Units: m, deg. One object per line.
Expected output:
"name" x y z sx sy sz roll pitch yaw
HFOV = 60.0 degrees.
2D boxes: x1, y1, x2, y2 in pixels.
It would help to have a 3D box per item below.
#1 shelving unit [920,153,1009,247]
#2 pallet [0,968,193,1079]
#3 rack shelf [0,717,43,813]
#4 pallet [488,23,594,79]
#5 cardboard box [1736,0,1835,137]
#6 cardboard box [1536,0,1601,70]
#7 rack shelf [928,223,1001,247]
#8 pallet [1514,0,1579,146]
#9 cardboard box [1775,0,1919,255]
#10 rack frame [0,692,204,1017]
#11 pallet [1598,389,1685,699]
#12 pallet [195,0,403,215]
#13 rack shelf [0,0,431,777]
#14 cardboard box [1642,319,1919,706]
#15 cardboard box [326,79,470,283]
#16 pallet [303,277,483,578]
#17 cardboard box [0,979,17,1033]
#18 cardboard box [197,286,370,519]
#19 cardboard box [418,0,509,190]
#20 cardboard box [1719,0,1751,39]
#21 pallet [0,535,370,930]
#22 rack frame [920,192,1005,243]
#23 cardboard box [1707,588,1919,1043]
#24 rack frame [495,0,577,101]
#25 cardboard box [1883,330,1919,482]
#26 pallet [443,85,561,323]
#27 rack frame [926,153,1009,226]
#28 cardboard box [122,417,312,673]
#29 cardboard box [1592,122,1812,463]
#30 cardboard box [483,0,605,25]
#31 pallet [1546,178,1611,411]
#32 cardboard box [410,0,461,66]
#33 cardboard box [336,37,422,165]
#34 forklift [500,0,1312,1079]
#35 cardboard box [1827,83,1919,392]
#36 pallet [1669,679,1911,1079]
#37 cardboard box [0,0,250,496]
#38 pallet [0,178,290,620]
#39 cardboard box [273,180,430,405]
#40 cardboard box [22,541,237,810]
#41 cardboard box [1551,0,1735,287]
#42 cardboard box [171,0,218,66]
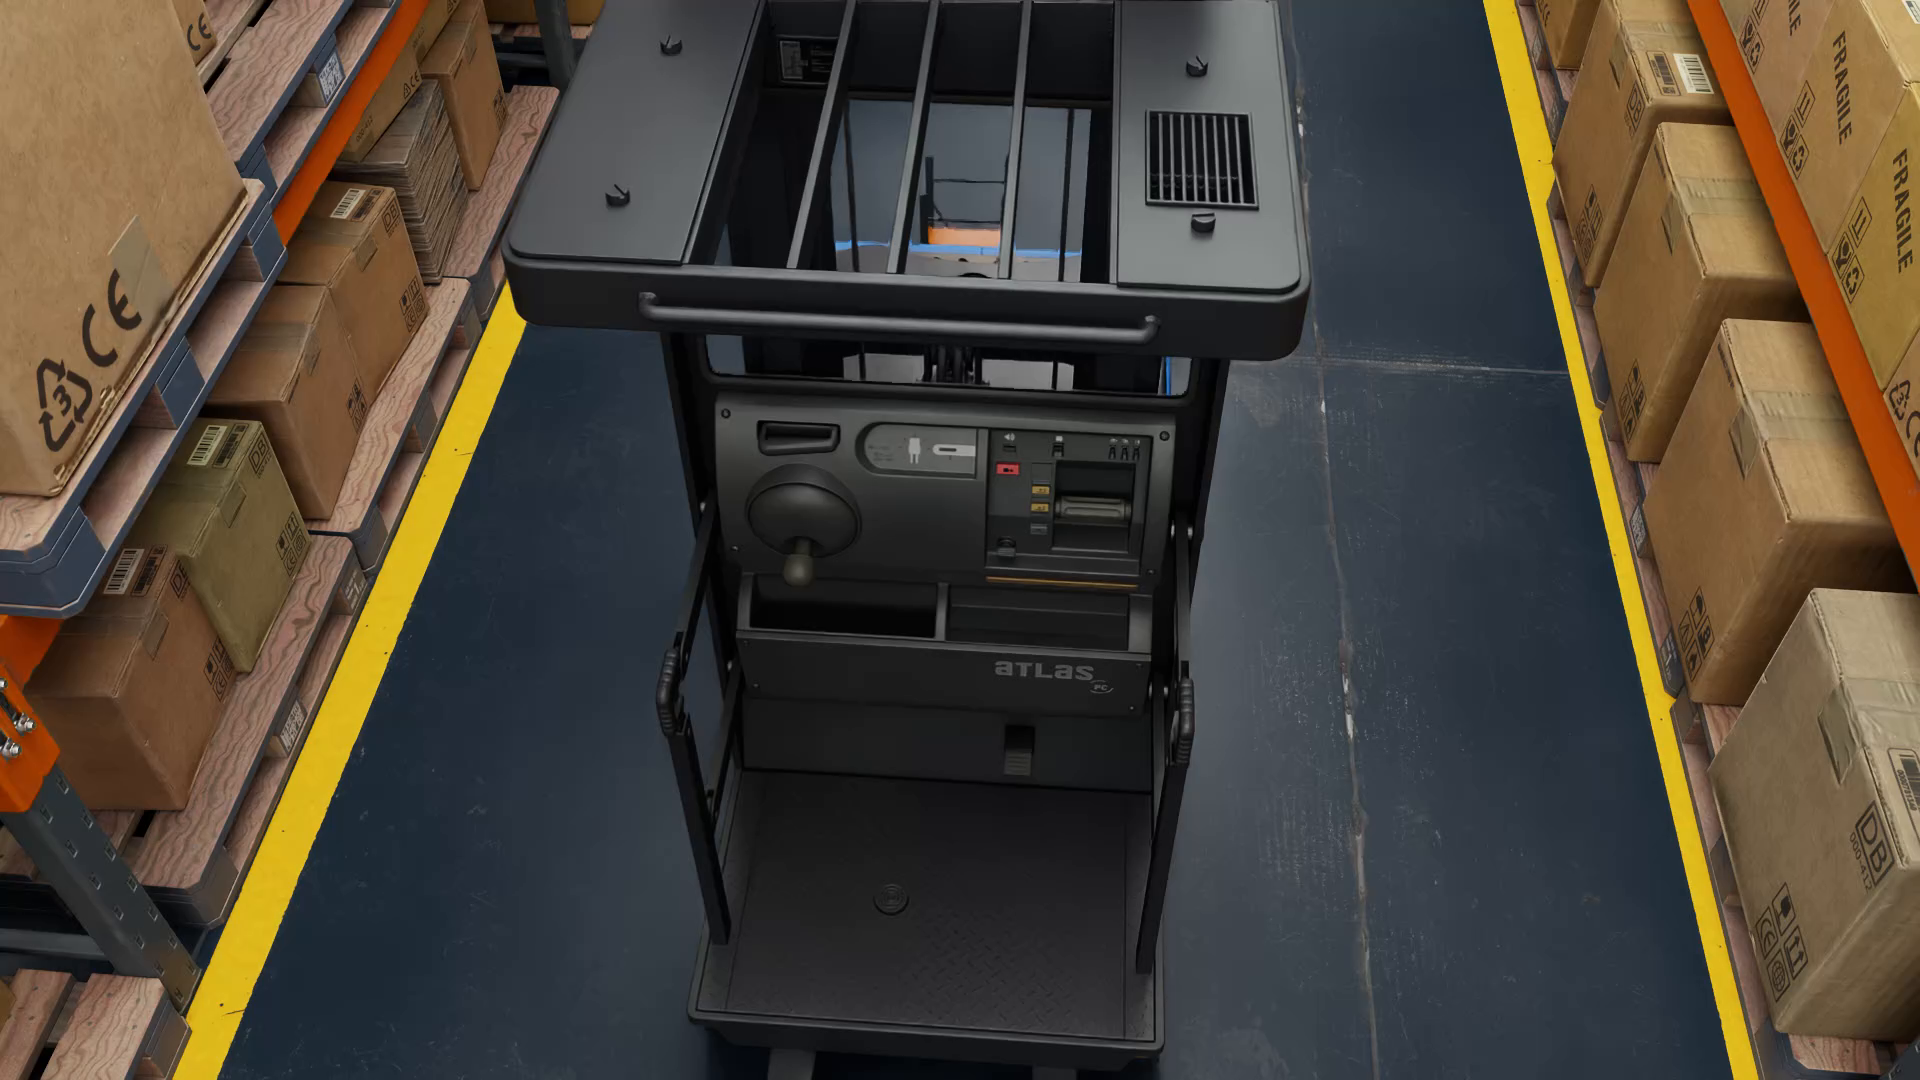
"shelving unit" 0.019 -0.591 4.977 0.258 1.200 0.189 3 48 3
"pallet" -2.458 1.539 3.699 1.003 0.211 1.213 4 48 4
"rack shelf" -2.615 1.815 2.045 1.077 0.370 4.000 4 48 4
"pallet" -1.921 -2.470 7.366 1.003 0.211 1.213 4 48 4
"cardboard box" 2.463 -1.407 4.436 0.500 0.500 0.500 4 48 3
"cardboard box" 2.662 -2.229 6.665 0.500 0.500 0.500 4 48 3
"rack shelf" 0.019 -0.804 4.745 0.258 0.103 0.180 3 48 3
"pallet" 2.935 -2.062 6.993 1.003 0.211 1.213 4 48 4
"cardboard box" 2.415 -1.041 4.102 0.500 0.500 0.500 3 48 3
"rack frame" -2.432 0.102 3.124 1.000 3.000 0.127 4 48 4
"pallet" 2.602 -0.020 5.125 1.003 0.211 1.213 4 48 4
"pallet" -2.207 -1.315 4.550 1.003 0.211 1.213 4 48 4
"rack shelf" -2.250 -1.125 4.734 1.077 0.370 4.000 4 48 4
"cardboard box" 2.556 -0.043 4.497 1.050 0.750 0.750 4 48 4
"cardboard box" -2.147 -1.240 5.747 0.700 0.500 0.500 0 48 0
"pallet" -2.254 -0.428 5.498 1.003 0.211 1.213 4 48 4
"cardboard box" -2.509 1.095 3.625 0.500 0.500 0.500 3 48 2
"cardboard box" -2.242 -0.413 4.991 0.700 0.500 0.500 0 48 0
"cardboard box" -2.109 -1.648 6.121 0.700 0.500 0.500 2 48 1
"cardboard box" 2.509 -1.778 4.775 0.500 0.500 0.500 3 48 3
"pallet" -2.363 0.471 4.676 1.003 0.211 1.213 4 48 4
"rack frame" 0.012 -0.524 4.916 0.240 1.200 0.006 3 48 3
"cardboard box" 2.465 0.665 3.849 1.050 0.750 0.750 4 48 3
"rack frame" -2.068 -2.837 5.812 1.000 3.000 0.127 4 48 4
"cardboard box" 2.325 -0.297 3.421 0.500 0.500 0.500 3 48 3
"pallet" -2.140 -1.322 6.316 1.003 0.211 1.213 4 48 4
"rack frame" 0.025 -0.658 5.039 0.240 1.200 0.006 3 48 3
"cardboard box" -2.293 -0.002 4.615 0.700 0.500 0.500 4 48 3
"cardboard box" 2.641 -0.728 5.123 1.050 0.750 0.750 5 48 4
"cardboard box" -1.984 -2.768 6.904 1.225 0.875 0.875 2 48 2
"pallet" 2.715 -0.914 5.943 1.003 0.211 1.213 4 48 4
"cardboard box" -2.099 -1.901 5.843 0.500 0.250 0.500 6 48 5
"cardboard box" -2.137 -1.510 5.486 0.500 0.250 0.500 9 48 8
"forklift" -0.048 0.014 3.251 1.130 2.935 3.031 3 48 3
"cardboard box" 2.371 -0.668 3.760 0.500 0.500 0.500 4 48 4
"pallet" 2.493 0.879 4.303 1.003 0.211 1.213 4 48 4
"cardboard box" -2.221 -0.817 3.273 1.000 1.000 1.000 4 48 4
"pallet" -2.218 -0.385 3.699 1.003 0.211 1.213 4 48 4
"cardboard box" -2.192 -0.823 5.366 0.700 0.500 0.500 7 48 7
"cardboard box" -2.355 0.347 4.295 0.700 0.500 0.500 1 48 1
"cardboard box" 2.717 -1.371 5.711 1.050 0.750 0.750 3 48 3
"cardboard box" -2.366 -1.355 4.102 0.797 0.503 0.637 8 48 8
